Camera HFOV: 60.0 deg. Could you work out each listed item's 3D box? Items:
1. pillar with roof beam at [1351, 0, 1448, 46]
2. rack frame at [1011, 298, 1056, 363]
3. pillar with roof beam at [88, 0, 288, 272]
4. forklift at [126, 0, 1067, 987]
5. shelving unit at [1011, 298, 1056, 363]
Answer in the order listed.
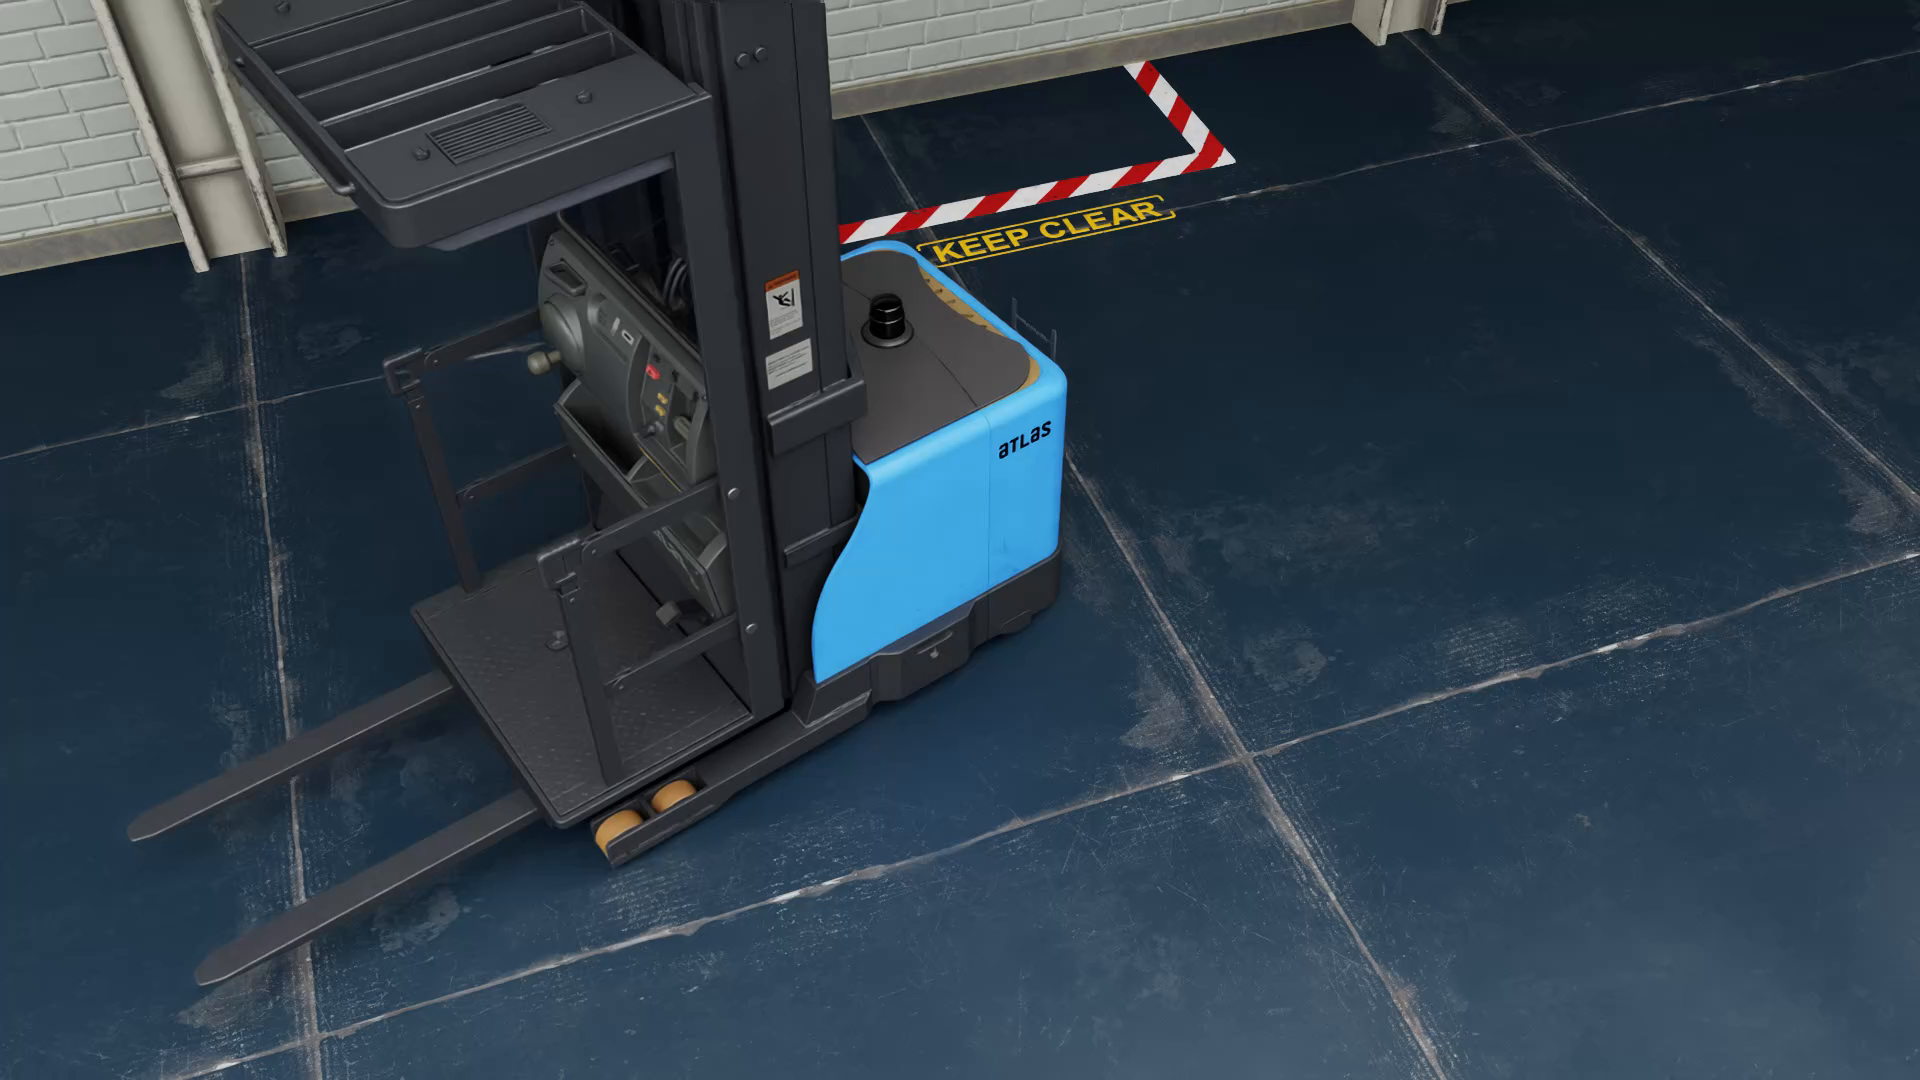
[{"bbox_3d":[3.821,-3.098,2.984,0.400,9.000,9.100,-14,47,-14],"label":"pillar with roof beam"},{"bbox_3d":[0.256,-0.463,6.076,0.006,0.900,0.240,-28,51,-25],"label":"rack frame"},{"bbox_3d":[-1.822,-1.655,1.546,0.400,9.000,9.100,-14,47,-14],"label":"pillar with roof beam"},{"bbox_3d":[-1.128,-0.450,4.630,3.031,2.935,1.130,-28,51,-25],"label":"forklift"},{"bbox_3d":[0.175,-0.420,6.033,0.210,0.900,0.258,-28,51,-25],"label":"shelving unit"}]
